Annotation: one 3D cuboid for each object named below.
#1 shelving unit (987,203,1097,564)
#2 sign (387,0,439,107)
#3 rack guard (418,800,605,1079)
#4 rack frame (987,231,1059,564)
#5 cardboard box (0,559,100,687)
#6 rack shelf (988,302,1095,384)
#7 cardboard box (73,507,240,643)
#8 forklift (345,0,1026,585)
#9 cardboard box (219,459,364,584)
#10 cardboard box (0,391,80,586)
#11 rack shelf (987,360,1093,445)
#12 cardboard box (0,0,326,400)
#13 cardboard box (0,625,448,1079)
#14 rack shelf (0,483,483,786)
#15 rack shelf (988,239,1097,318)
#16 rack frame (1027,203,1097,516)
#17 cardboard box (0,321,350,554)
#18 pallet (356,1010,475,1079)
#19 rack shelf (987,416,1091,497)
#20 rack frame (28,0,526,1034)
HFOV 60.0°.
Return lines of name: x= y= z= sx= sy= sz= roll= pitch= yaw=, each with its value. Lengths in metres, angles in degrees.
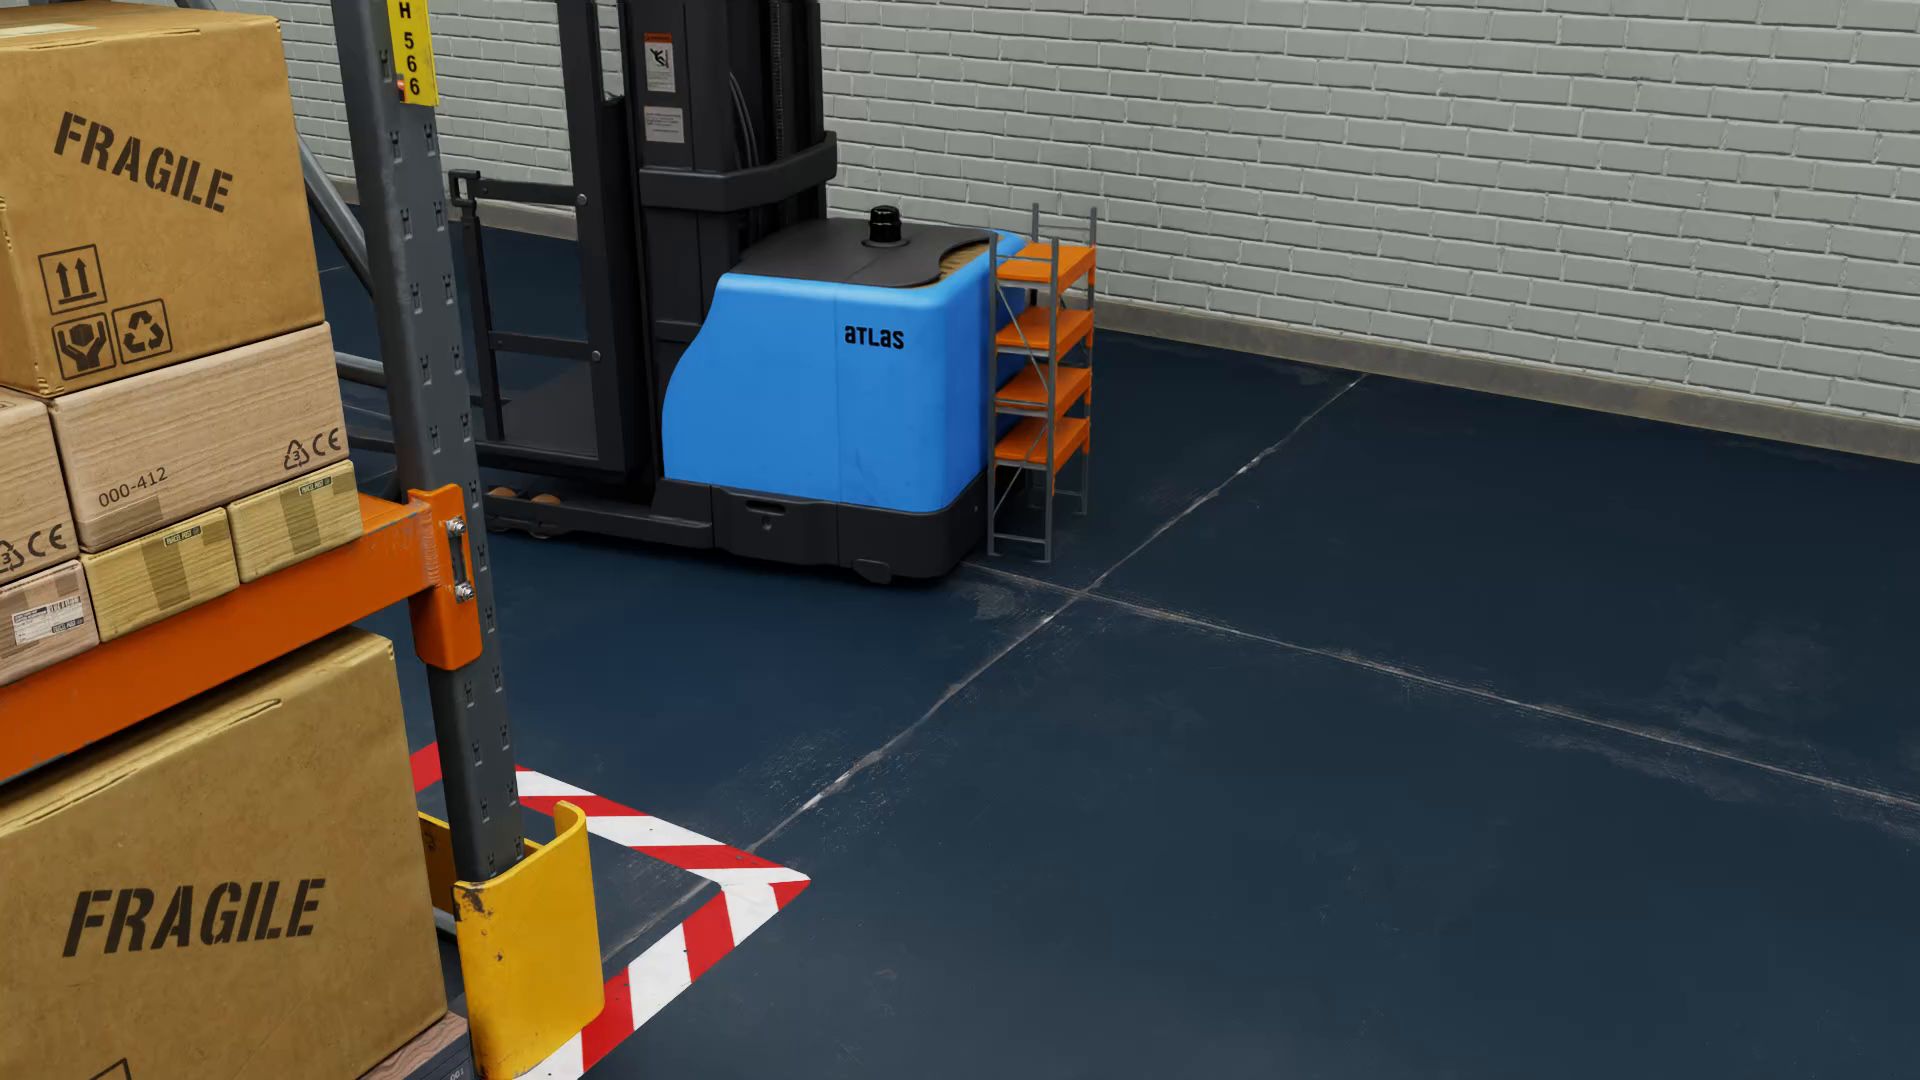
shelving unit: x=0.298 y=-0.572 z=6.061 sx=0.258 sy=1.200 sz=0.503 roll=8 pitch=25 yaw=18
sign: x=-0.932 y=-0.899 z=2.795 sx=0.100 sy=0.325 sz=0.005 roll=14 pitch=27 yaw=29
rack guard: x=-1.373 y=0.762 z=3.861 sx=1.175 sy=0.500 sz=0.348 roll=14 pitch=27 yaw=29
rack frame: x=0.217 y=-0.480 z=5.850 sx=0.240 sy=1.200 sz=0.015 roll=8 pitch=25 yaw=18
cardboard box: x=-1.563 y=0.100 z=2.559 sx=0.380 sy=0.149 sz=0.250 roll=14 pitch=27 yaw=29
rack shelf: x=0.298 y=-0.715 z=5.999 sx=0.258 sy=0.148 sz=0.480 roll=8 pitch=25 yaw=18
cardboard box: x=-1.429 y=0.015 z=2.755 sx=0.380 sy=0.149 sz=0.250 roll=14 pitch=27 yaw=29
forklift: x=-1.313 y=-1.535 z=6.107 sx=3.031 sy=2.935 sz=1.130 roll=8 pitch=25 yaw=18
cardboard box: x=-1.294 y=-0.073 z=2.959 sx=0.380 sy=0.149 sz=0.250 roll=14 pitch=27 yaw=30
cardboard box: x=-1.684 y=-0.055 z=2.415 sx=0.500 sy=0.250 sz=0.500 roll=13 pitch=27 yaw=28
rack shelf: x=0.298 y=-0.510 z=6.087 sx=0.258 sy=0.148 sz=0.480 roll=8 pitch=25 yaw=18
cardboard box: x=-1.419 y=-0.570 z=2.661 sx=0.500 sy=0.500 sz=0.500 roll=14 pitch=27 yaw=30
cardboard box: x=-1.655 y=0.638 z=3.147 sx=0.875 sy=0.875 sz=0.875 roll=14 pitch=27 yaw=29
rack shelf: x=-2.441 y=0.628 z=1.930 sx=1.077 sy=0.370 sz=4.000 roll=14 pitch=27 yaw=29
rack shelf: x=0.298 y=-0.932 z=5.905 sx=0.258 sy=0.148 sz=0.480 roll=8 pitch=25 yaw=18
rack frame: x=0.379 y=-0.663 z=6.272 sx=0.240 sy=1.200 sz=0.015 roll=8 pitch=25 yaw=18
cardboard box: x=-1.416 y=-0.226 z=2.810 sx=0.500 sy=0.250 sz=0.500 roll=13 pitch=27 yaw=28
pallet: x=-1.741 y=1.189 z=3.239 sx=1.003 sy=0.211 sz=1.213 roll=14 pitch=27 yaw=29
rack shelf: x=0.298 y=-0.328 z=6.166 sx=0.258 sy=0.148 sz=0.480 roll=8 pitch=25 yaw=18
rack frame: x=-1.386 y=-0.377 z=3.346 sx=1.000 sy=3.000 sz=0.127 roll=14 pitch=27 yaw=29
